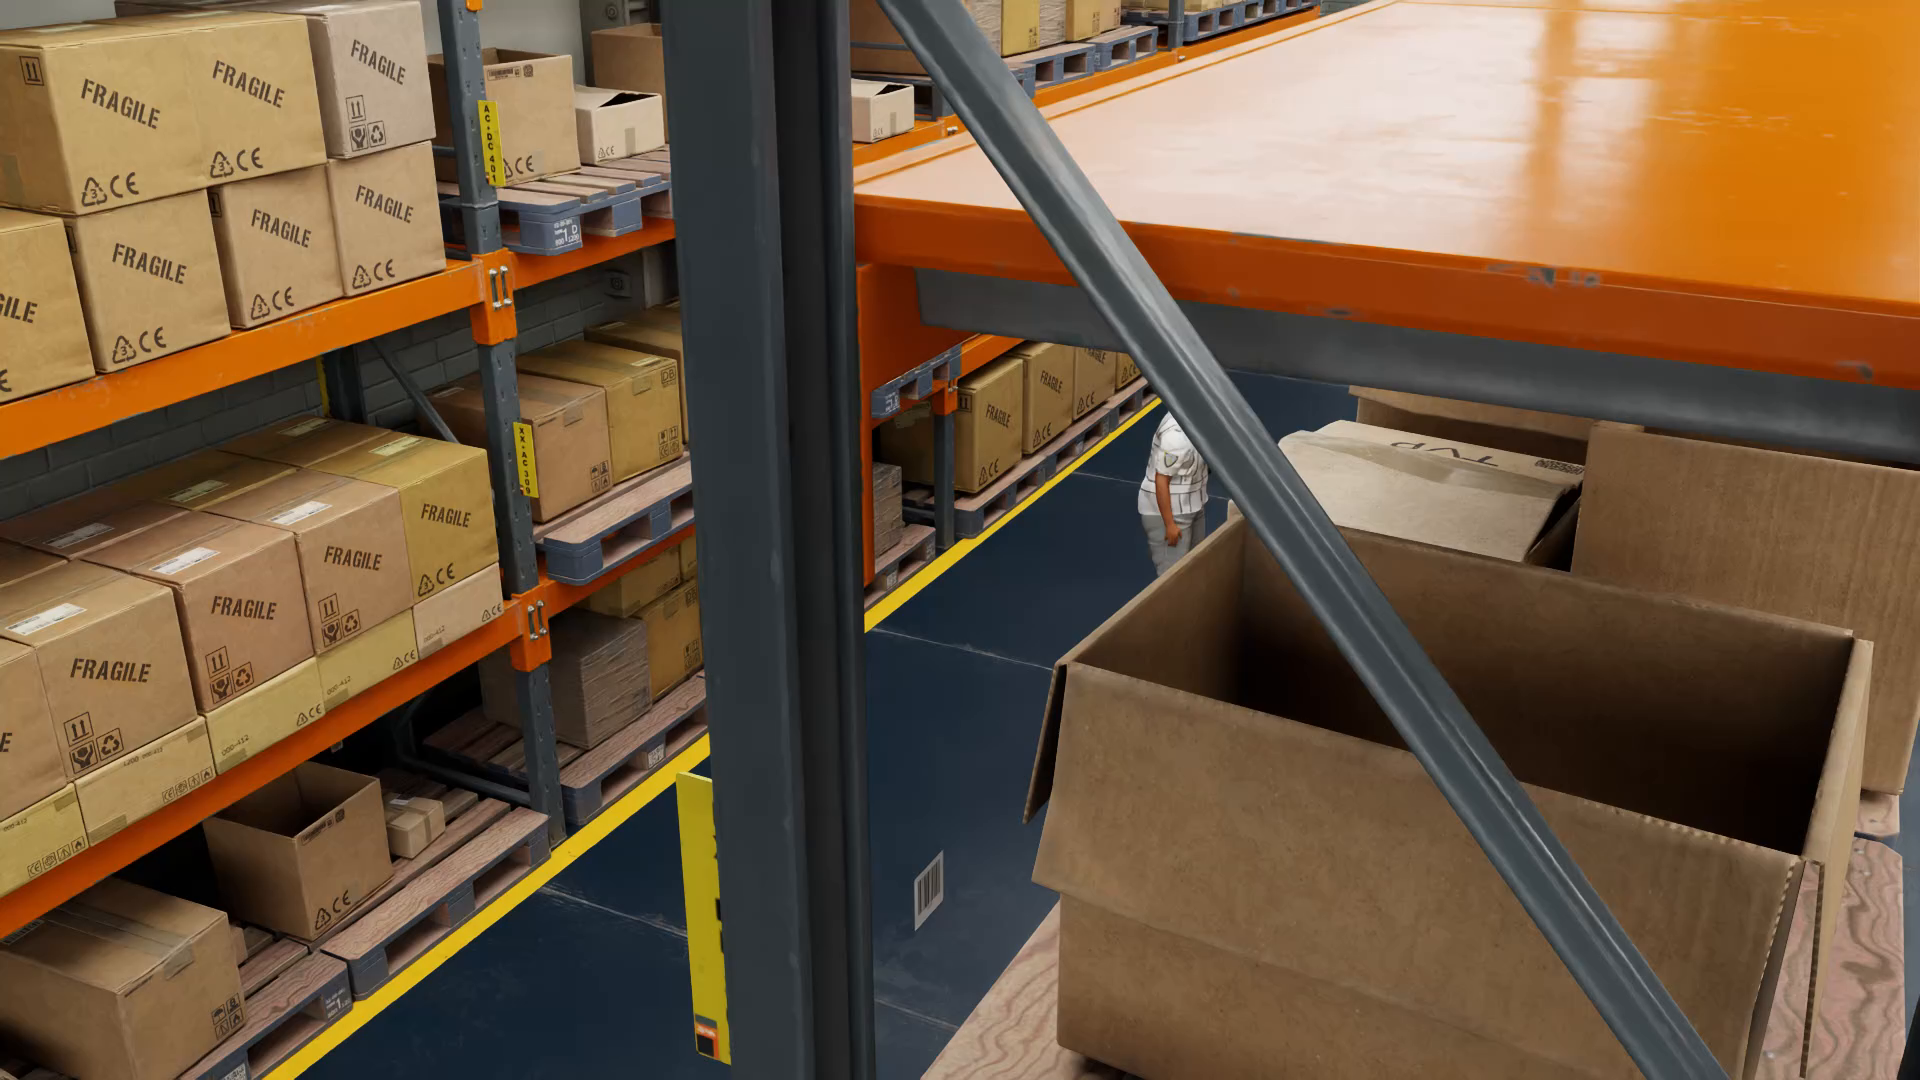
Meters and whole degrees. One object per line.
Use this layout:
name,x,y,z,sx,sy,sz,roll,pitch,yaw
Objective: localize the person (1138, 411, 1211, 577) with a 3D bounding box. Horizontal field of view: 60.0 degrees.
person,1.260,-0.151,9.442,0.468,1.666,0.541,11,25,25
